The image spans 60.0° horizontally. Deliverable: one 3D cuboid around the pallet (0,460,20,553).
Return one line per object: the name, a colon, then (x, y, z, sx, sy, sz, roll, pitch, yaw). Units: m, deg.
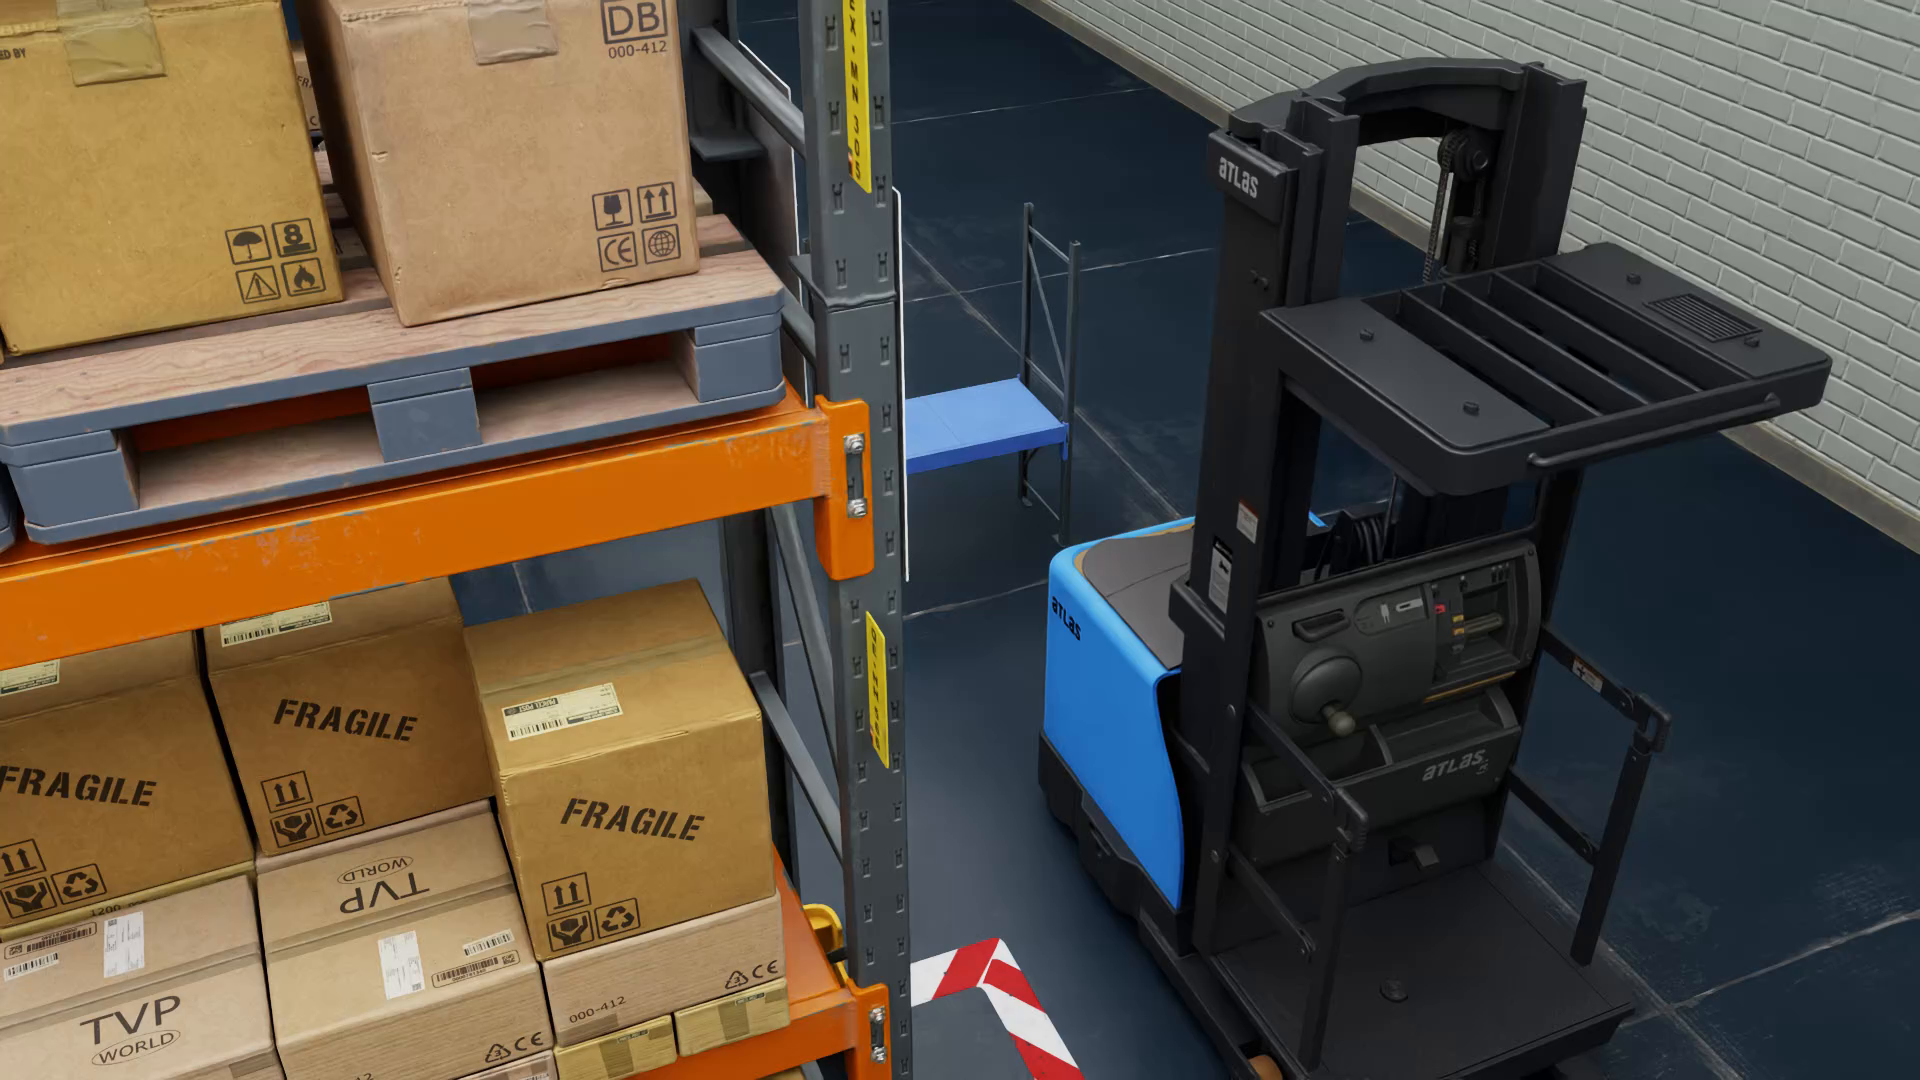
pallet: (-2.167, -0.194, 2.629, 1.213, 0.211, 1.003, -13, 35, -19)

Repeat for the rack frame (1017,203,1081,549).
rack frame: (0.390, -0.718, 7.478, 0.032, 1.500, 0.500, -13, 35, -19)

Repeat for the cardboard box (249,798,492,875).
cardboard box: (-1.384, 0.621, 3.909, 0.500, 0.250, 0.500, -13, 35, -20)

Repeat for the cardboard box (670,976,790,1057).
cardboard box: (-0.561, 0.951, 3.769, 0.250, 0.149, 0.380, -12, 35, -18)

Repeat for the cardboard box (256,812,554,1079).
cardboard box: (-1.172, 0.885, 3.504, 0.500, 0.250, 0.500, -14, 35, -20)

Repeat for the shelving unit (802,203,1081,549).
shelving unit: (-0.079, -0.611, 7.313, 1.048, 1.500, 0.538, -13, 35, -19)

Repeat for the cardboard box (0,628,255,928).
cardboard box: (-1.844, 0.412, 3.544, 0.500, 0.500, 0.500, -14, 36, -20)

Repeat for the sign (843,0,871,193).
sign: (-0.163, -0.715, 2.609, 0.005, 0.325, 0.100, -13, 35, -19)

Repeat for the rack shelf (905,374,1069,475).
rack shelf: (-0.079, -0.460, 7.411, 1.000, 0.185, 0.538, -13, 35, -19)

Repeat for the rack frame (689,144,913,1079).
rack frame: (-0.360, 0.605, 4.070, 0.127, 3.000, 1.000, -13, 35, -19)

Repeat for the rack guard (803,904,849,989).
rack guard: (-0.338, 1.647, 4.760, 0.348, 0.500, 1.175, -13, 35, -19)

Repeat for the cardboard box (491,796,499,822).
cardboard box: (-0.907, 0.508, 4.083, 0.500, 0.250, 0.500, -14, 36, -20)

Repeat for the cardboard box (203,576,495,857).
cardboard box: (-1.368, 0.300, 3.716, 0.500, 0.500, 0.500, -14, 35, -20)

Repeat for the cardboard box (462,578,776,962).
cardboard box: (-0.708, 0.463, 3.465, 0.500, 0.500, 0.500, -12, 35, -18)

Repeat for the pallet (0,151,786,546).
pallet: (-1.040, -0.454, 3.028, 1.213, 0.211, 1.003, -13, 35, -19)

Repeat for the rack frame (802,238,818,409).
rack frame: (-0.547, -0.503, 7.148, 0.032, 1.500, 0.500, -13, 35, -19)

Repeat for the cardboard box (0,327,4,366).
cardboard box: (-1.843, -0.584, 2.579, 0.500, 0.500, 0.700, -15, 36, -22)

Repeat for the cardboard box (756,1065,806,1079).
cardboard box: (-0.919, 1.494, 4.266, 0.875, 0.875, 0.875, -13, 35, -19)

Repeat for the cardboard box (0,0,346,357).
cardboard box: (-1.385, -0.718, 2.784, 0.500, 0.500, 0.700, -14, 36, -21)

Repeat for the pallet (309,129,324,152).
pallet: (-4.997, -3.024, 12.204, 1.213, 0.211, 1.003, -13, 35, -19)

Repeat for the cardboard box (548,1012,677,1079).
cardboard box: (-0.800, 1.006, 3.683, 0.250, 0.149, 0.380, -13, 35, -18)

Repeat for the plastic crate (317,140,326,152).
plastic crate: (-2.961, -1.888, 8.088, 0.298, 0.136, 0.250, -13, 35, -19)

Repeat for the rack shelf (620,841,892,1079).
rack shelf: (-2.204, 1.328, 3.618, 4.000, 0.370, 1.077, -13, 35, -19)

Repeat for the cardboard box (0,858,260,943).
cardboard box: (-1.849, 0.726, 3.749, 0.500, 0.250, 0.500, -14, 36, -21)

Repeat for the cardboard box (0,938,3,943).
cardboard box: (-2.328, 0.838, 3.576, 0.500, 0.250, 0.500, -14, 35, -20)

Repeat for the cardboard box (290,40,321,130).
cardboard box: (-4.598, -3.276, 11.923, 0.500, 0.500, 0.500, -13, 35, -19)

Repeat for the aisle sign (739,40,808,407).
aisle sign: (-0.410, -0.651, 3.617, 0.004, 0.787, 0.394, -13, 35, -19)

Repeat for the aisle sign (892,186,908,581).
aisle sign: (-0.178, -0.349, 3.153, 0.004, 0.787, 0.394, -13, 35, -19)

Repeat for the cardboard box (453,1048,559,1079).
cardboard box: (-1.033, 1.059, 3.602, 0.250, 0.149, 0.380, -13, 35, -19)

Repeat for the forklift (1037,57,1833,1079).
forklift: (1.344, 0.338, 4.542, 1.130, 2.935, 3.031, -13, 35, -20)

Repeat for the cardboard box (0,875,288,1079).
cardboard box: (-1.641, 0.993, 3.338, 0.500, 0.250, 0.500, -14, 36, -21)

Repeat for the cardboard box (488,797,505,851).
cardboard box: (-1.051, 0.674, 4.194, 0.250, 0.149, 0.380, -13, 35, -20)

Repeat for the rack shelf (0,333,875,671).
rack shelf: (-2.204, 0.071, 2.800, 4.000, 0.370, 1.077, -13, 35, -19)

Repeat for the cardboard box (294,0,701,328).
cardboard box: (-0.819, -0.776, 2.873, 0.500, 0.500, 0.700, -15, 36, -22)

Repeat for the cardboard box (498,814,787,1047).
cardboard box: (-0.704, 0.778, 3.668, 0.500, 0.250, 0.500, -13, 35, -20)

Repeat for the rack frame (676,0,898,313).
rack frame: (-0.360, -1.910, 2.434, 0.127, 3.000, 1.000, -13, 35, -19)

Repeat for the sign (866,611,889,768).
sign: (-0.163, 0.296, 3.266, 0.005, 0.325, 0.100, -13, 35, -19)
